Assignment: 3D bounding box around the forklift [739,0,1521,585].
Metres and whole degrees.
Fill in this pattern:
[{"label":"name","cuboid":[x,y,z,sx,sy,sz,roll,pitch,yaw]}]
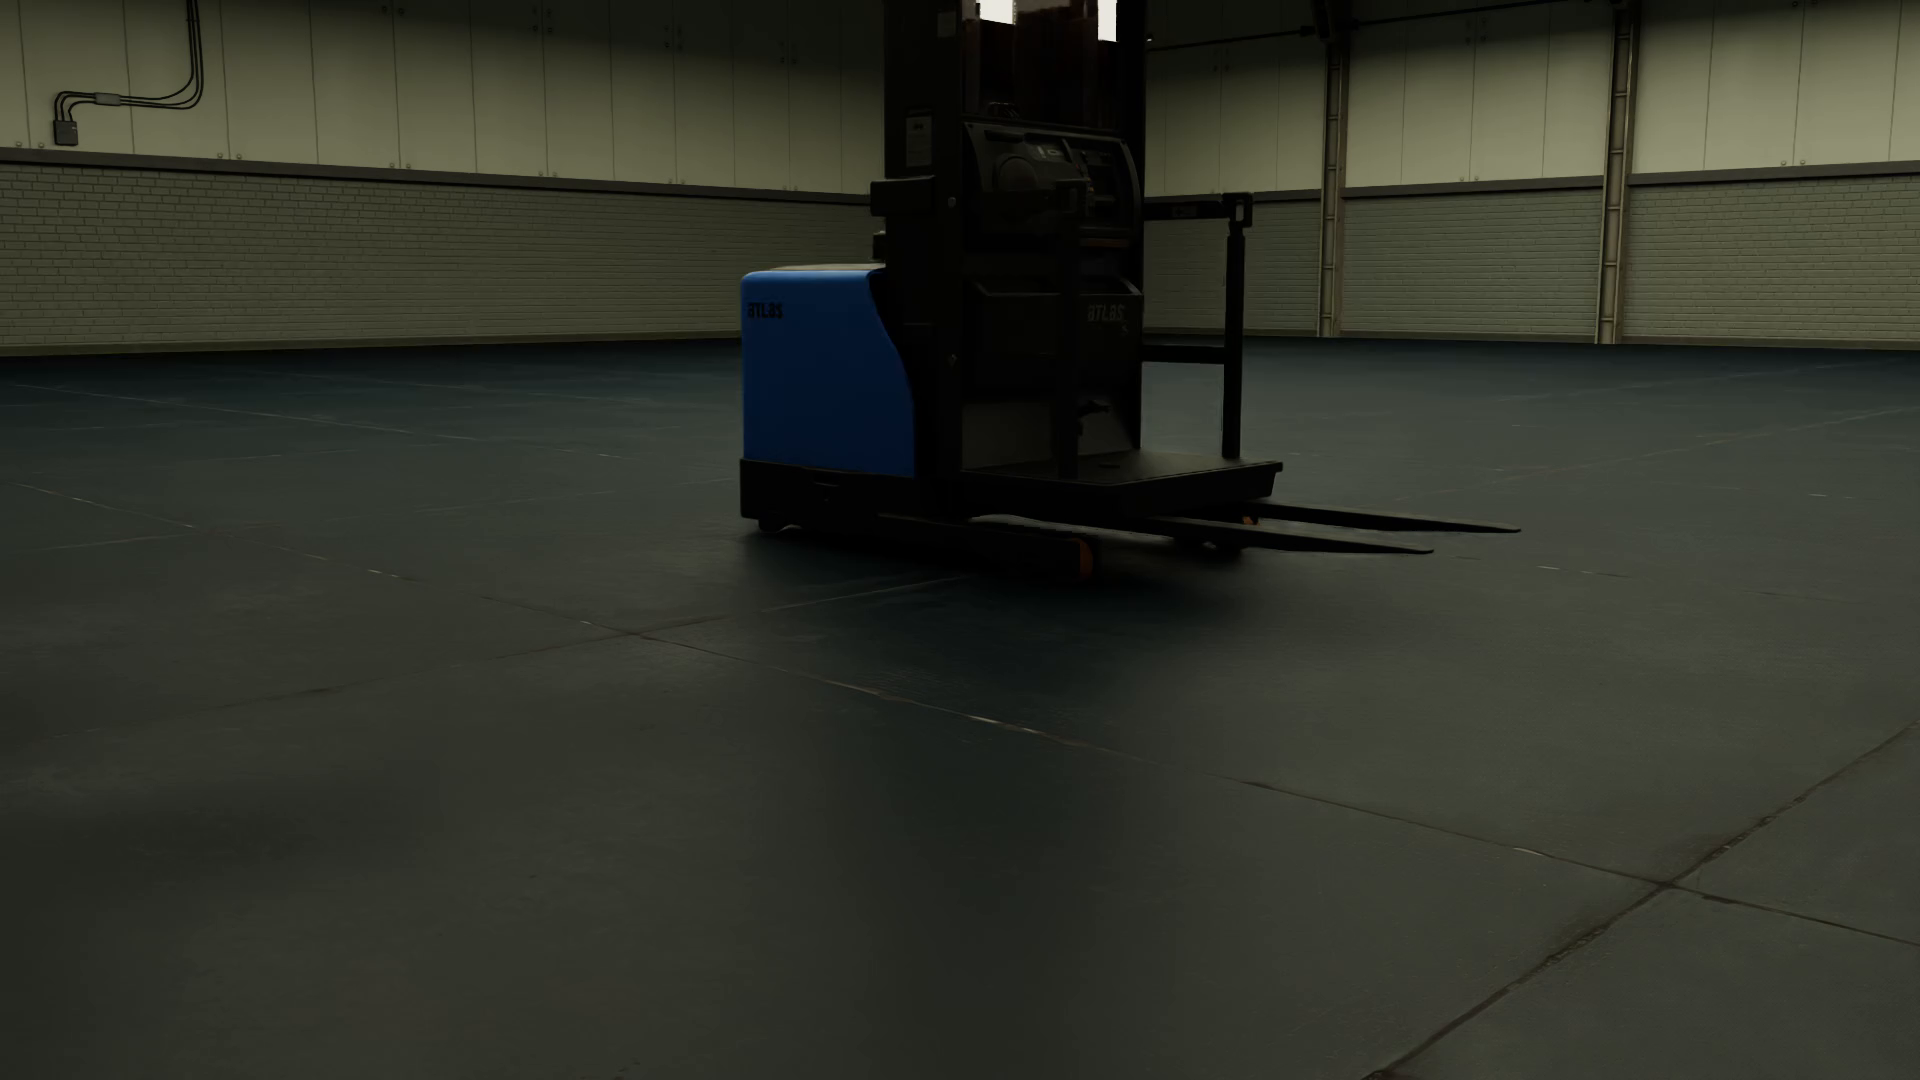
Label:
[{"label":"forklift","cuboid":[0.511,-1.382,6.055,3.031,2.935,1.130,8,12,42]}]
